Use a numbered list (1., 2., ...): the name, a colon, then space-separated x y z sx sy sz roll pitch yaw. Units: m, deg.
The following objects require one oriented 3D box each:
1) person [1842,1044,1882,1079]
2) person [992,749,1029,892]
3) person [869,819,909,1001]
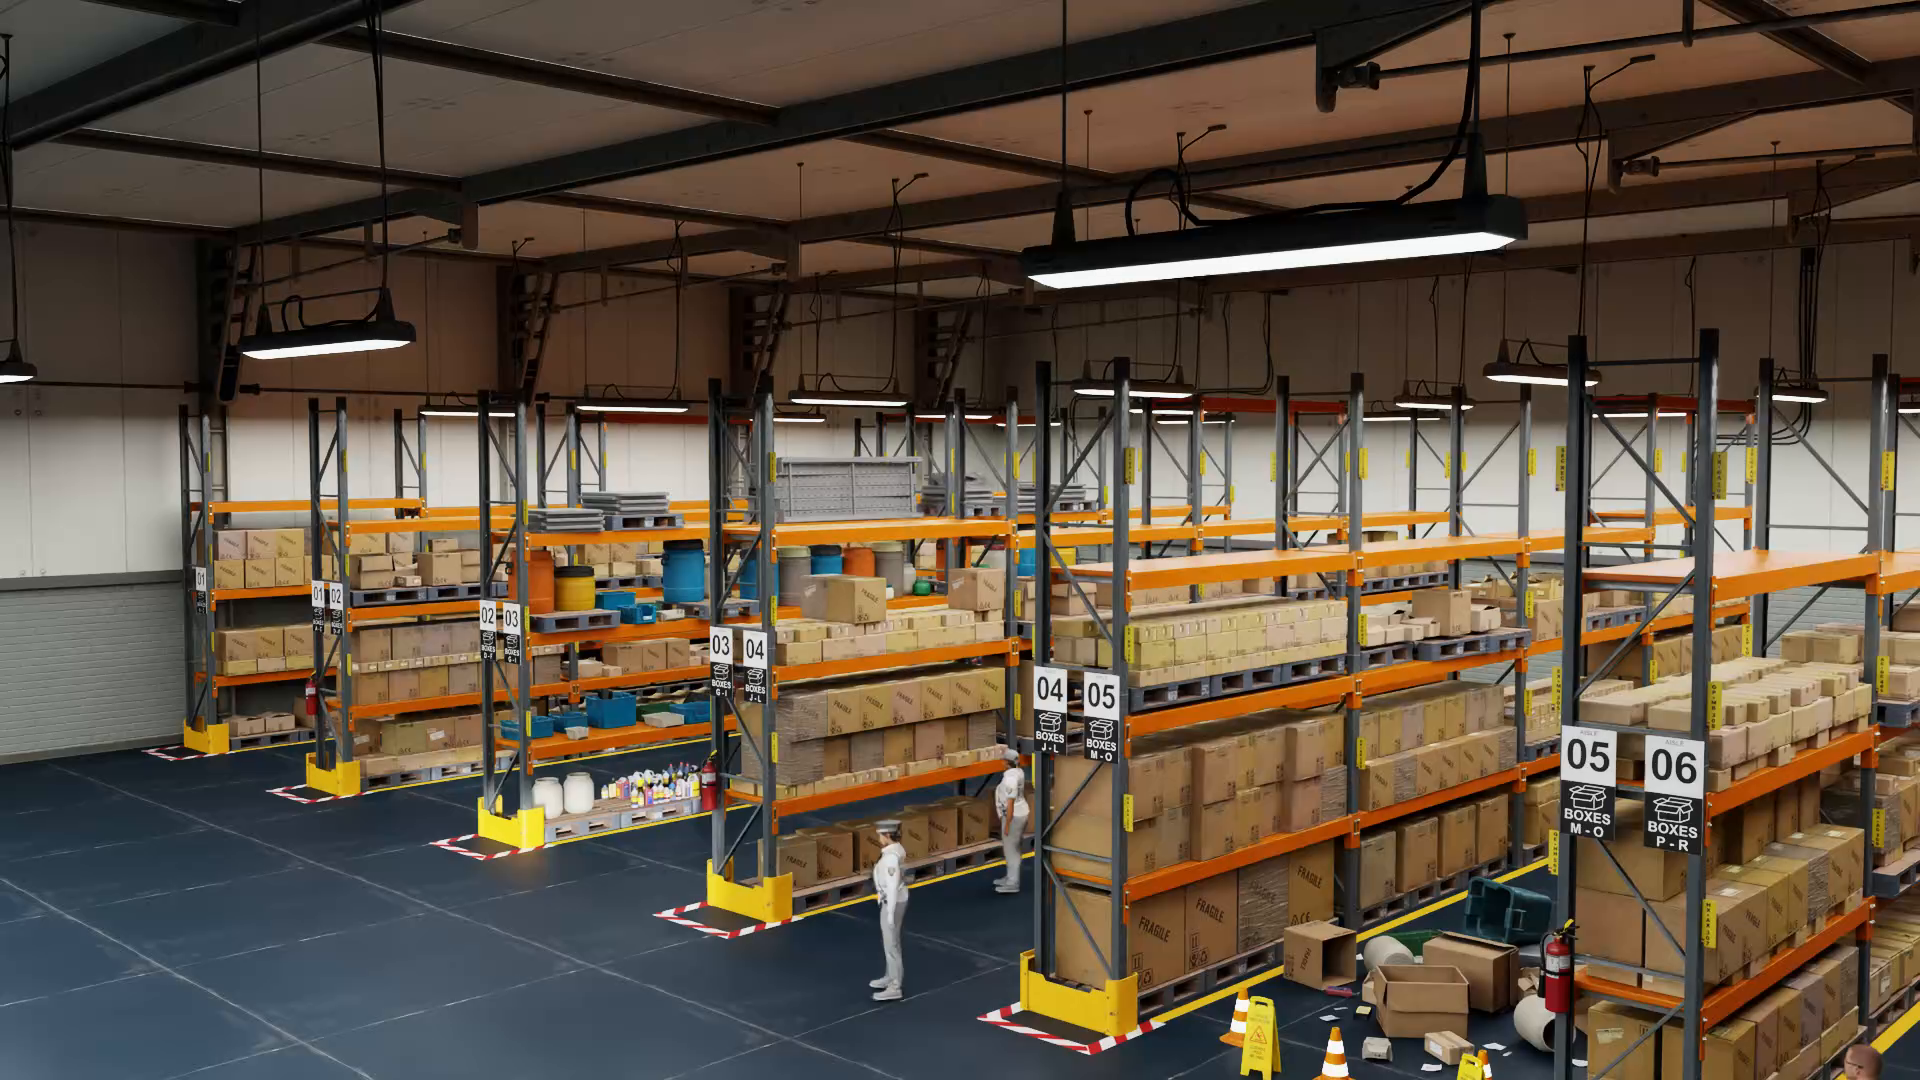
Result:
1. person: 5.291 3.792 9.710 0.967 1.694 0.498 1 3 21
2. person: 0.592 3.291 19.619 0.446 1.665 0.533 0 3 9
3. person: -0.687 3.497 15.860 0.394 1.657 0.553 0 3 4
